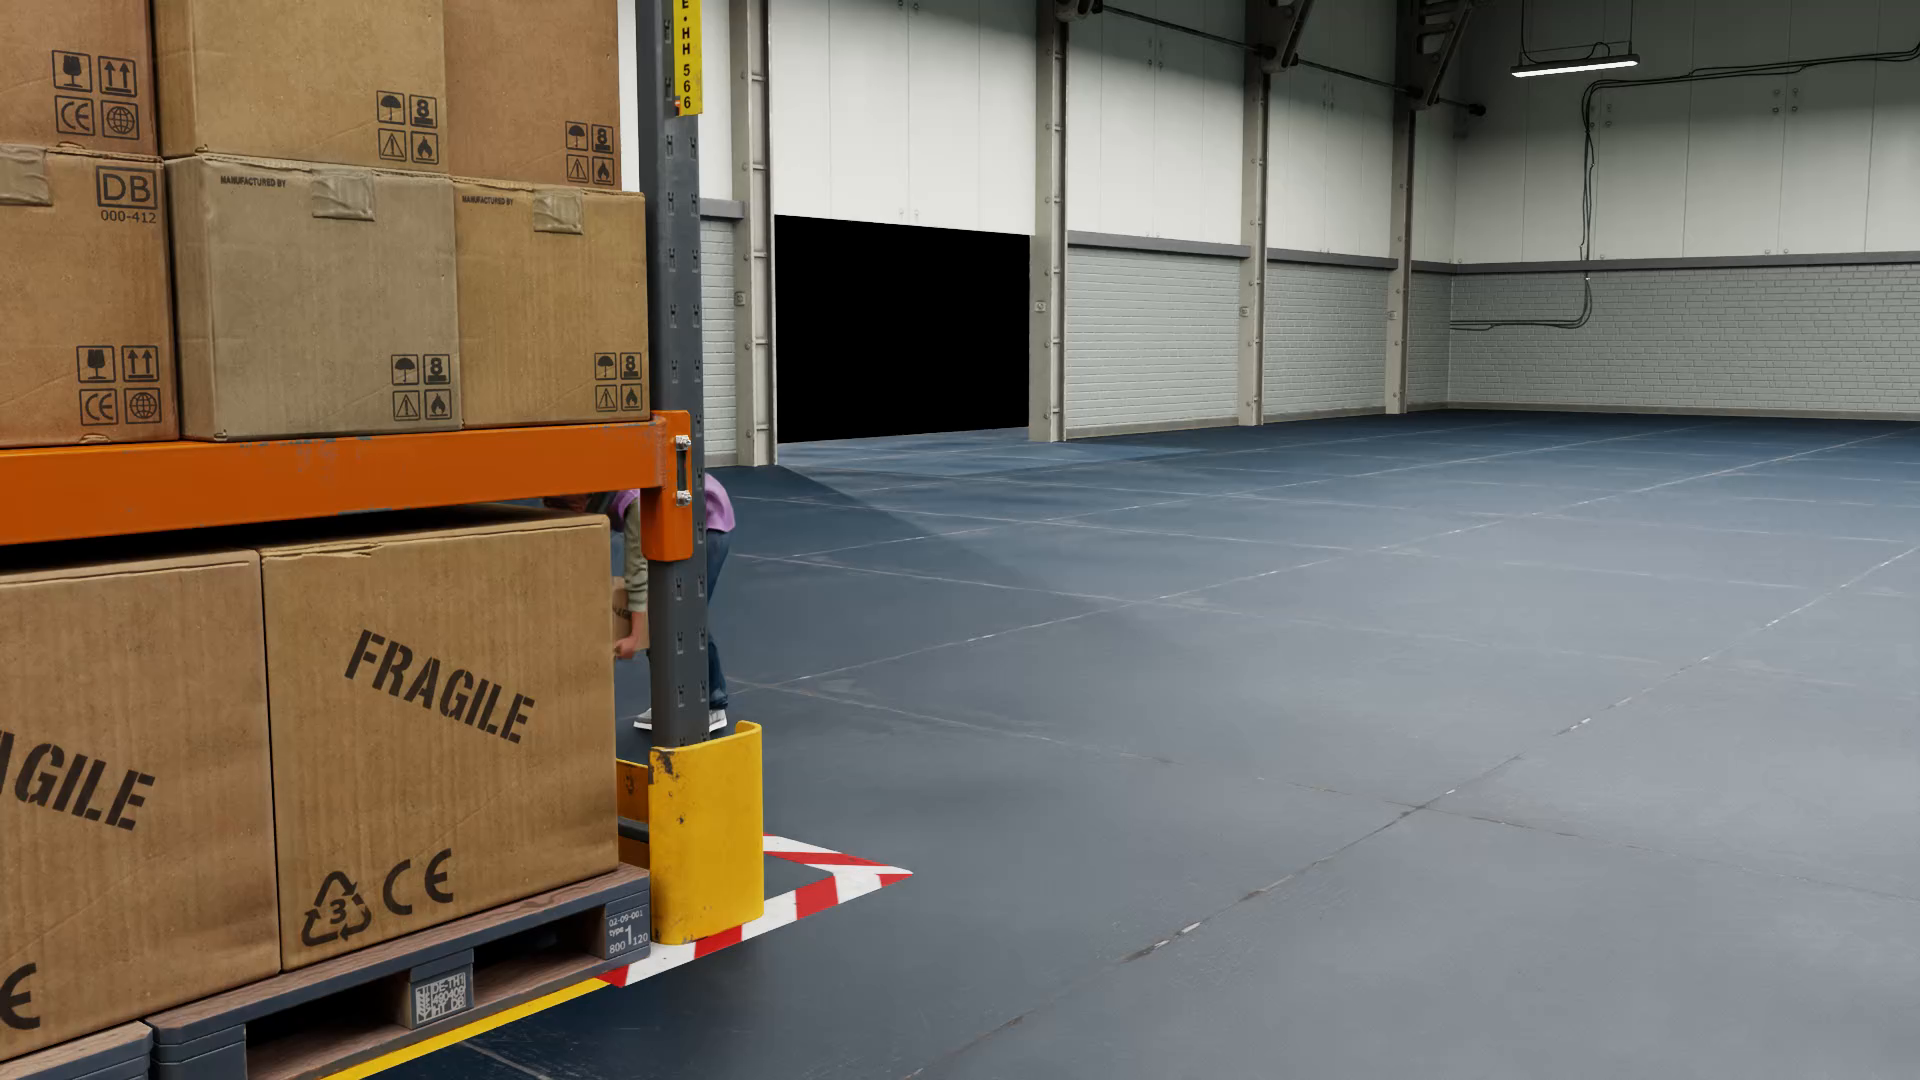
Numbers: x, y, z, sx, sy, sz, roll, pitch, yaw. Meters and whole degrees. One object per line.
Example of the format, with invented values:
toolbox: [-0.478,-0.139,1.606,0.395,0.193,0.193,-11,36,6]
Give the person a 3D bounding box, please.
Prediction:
person: [-1.201,0.215,6.212,0.388,1.090,0.858,5,9,37]
